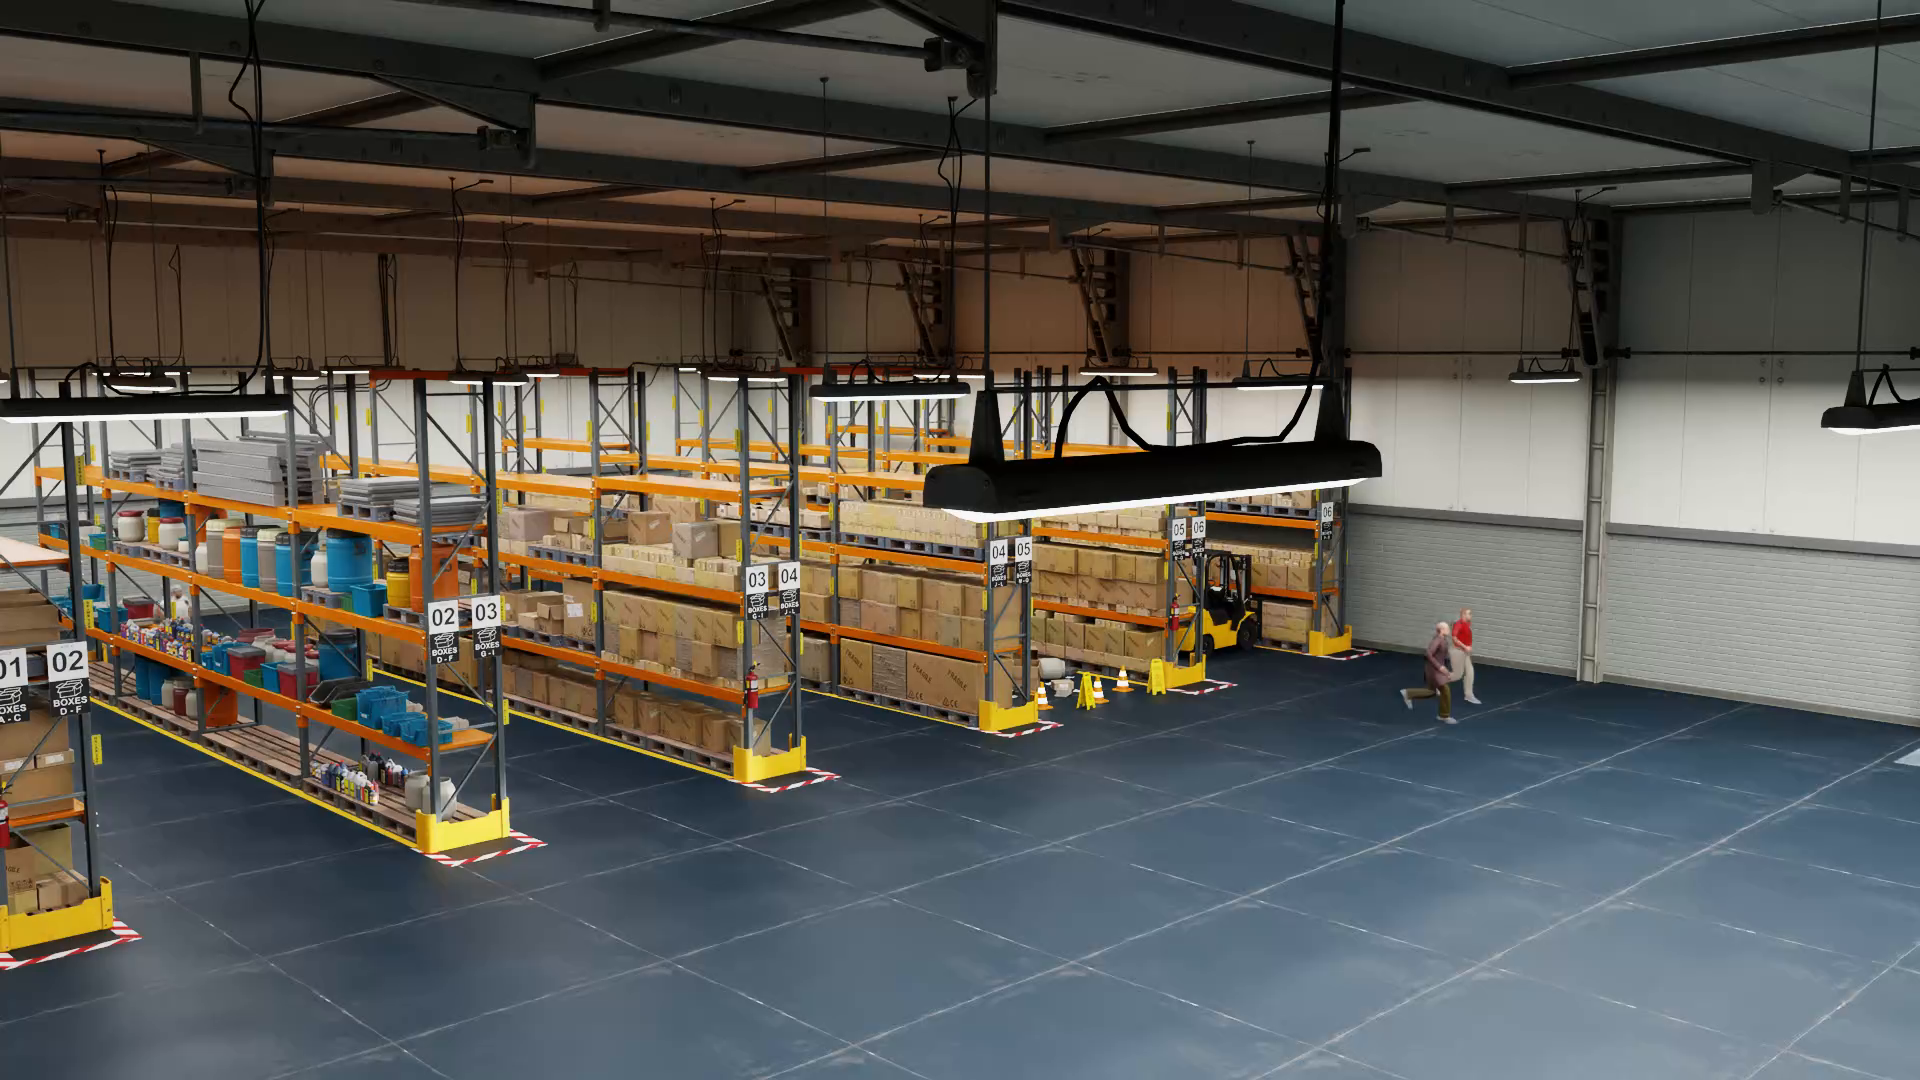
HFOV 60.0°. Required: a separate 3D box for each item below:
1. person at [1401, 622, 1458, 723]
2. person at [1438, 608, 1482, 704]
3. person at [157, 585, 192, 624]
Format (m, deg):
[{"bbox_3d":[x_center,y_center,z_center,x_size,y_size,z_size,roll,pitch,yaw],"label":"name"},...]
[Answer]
[{"bbox_3d":[8.074,2.275,28.540,0.975,1.770,0.719,2,7,17],"label":"person"},{"bbox_3d":[9.046,2.090,30.214,0.938,1.724,0.686,4,7,28],"label":"person"},{"bbox_3d":[-15.762,1.739,33.554,0.678,1.694,0.705,5,8,36],"label":"person"}]
